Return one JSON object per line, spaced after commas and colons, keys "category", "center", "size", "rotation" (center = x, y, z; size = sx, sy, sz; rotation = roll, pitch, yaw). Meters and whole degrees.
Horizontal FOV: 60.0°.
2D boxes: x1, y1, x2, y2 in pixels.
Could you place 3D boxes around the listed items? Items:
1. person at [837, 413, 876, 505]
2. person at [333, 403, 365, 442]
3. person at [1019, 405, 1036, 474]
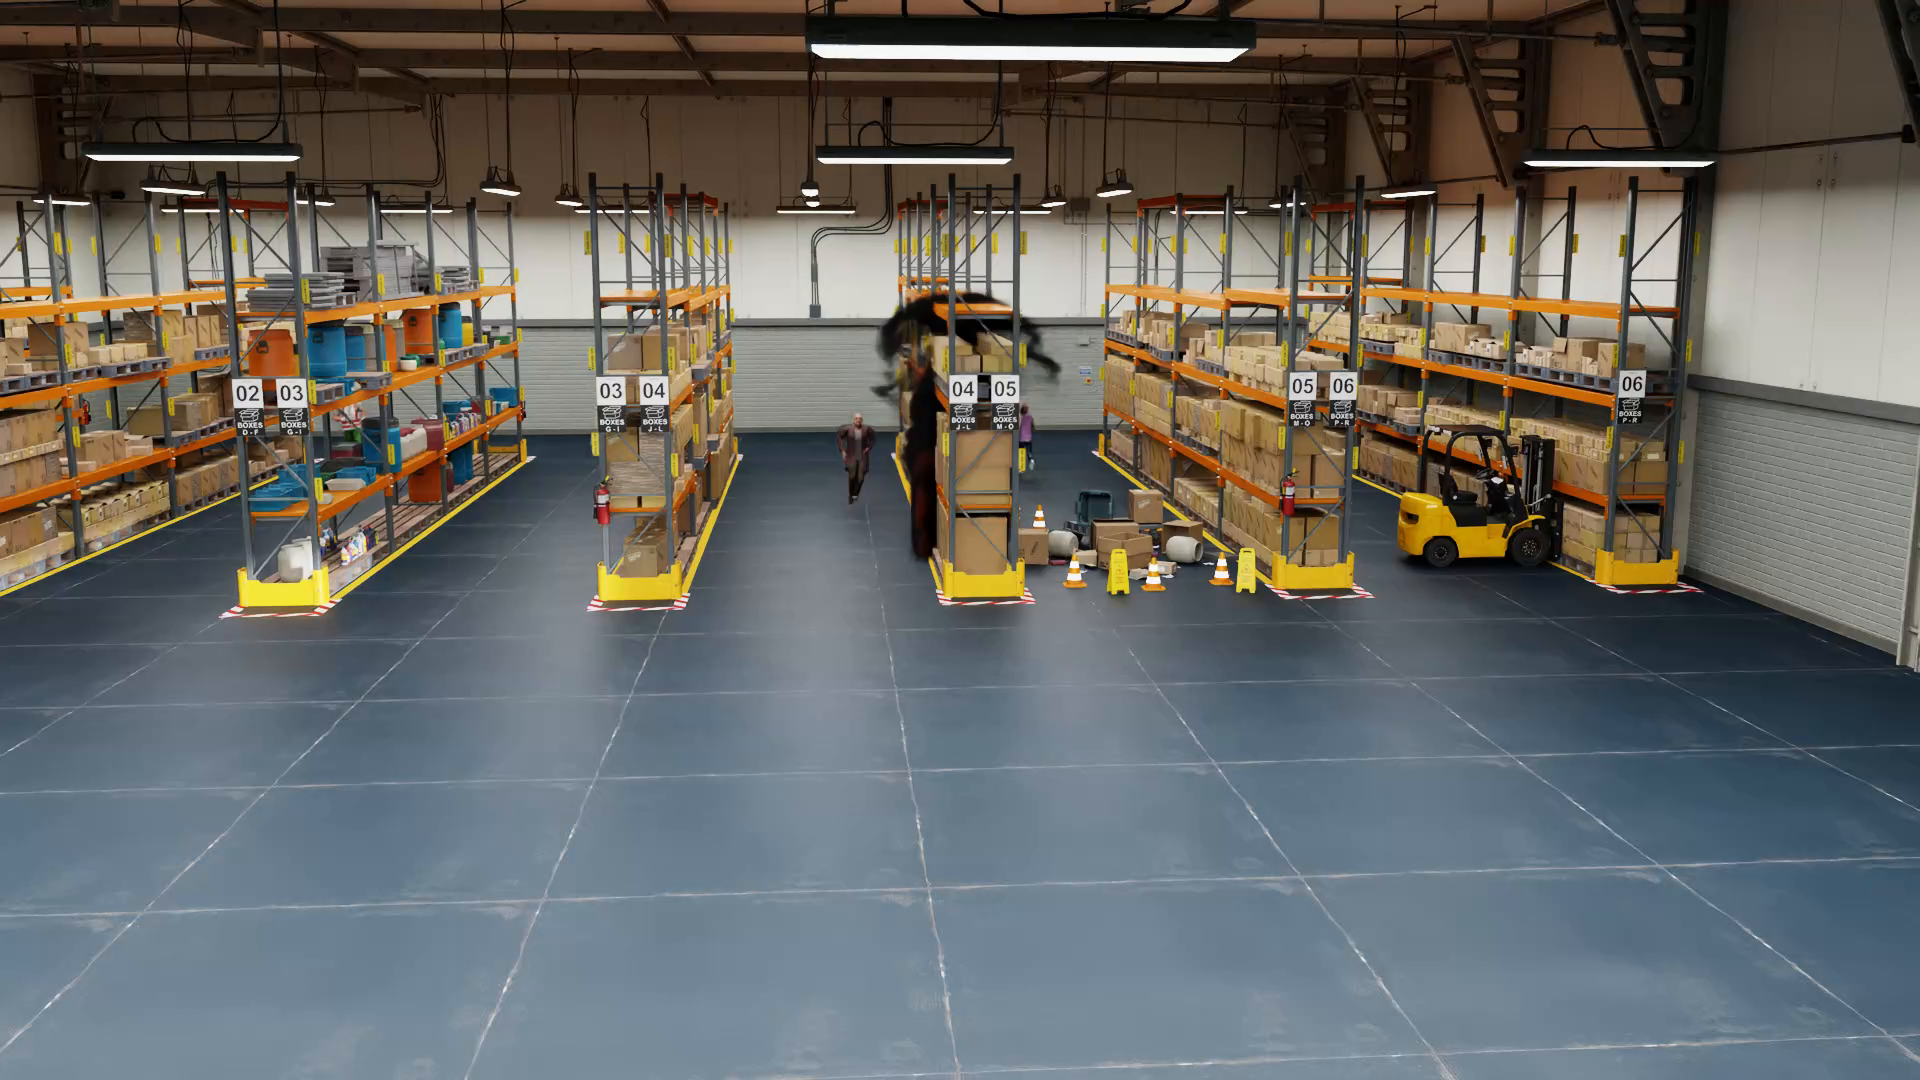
{"category": "person", "center": [-1.921, -1.509, 31.093], "size": [0.713, 1.739, 0.637], "rotation": [-2, 10, -10]}
{"category": "person", "center": [-13.807, -2.497, 37.629], "size": [0.694, 1.782, 0.970], "rotation": [-3, 11, -18]}
{"category": "person", "center": [1.431, -2.162, 36.521], "size": [0.517, 1.584, 0.984], "rotation": [-2, 10, -12]}
